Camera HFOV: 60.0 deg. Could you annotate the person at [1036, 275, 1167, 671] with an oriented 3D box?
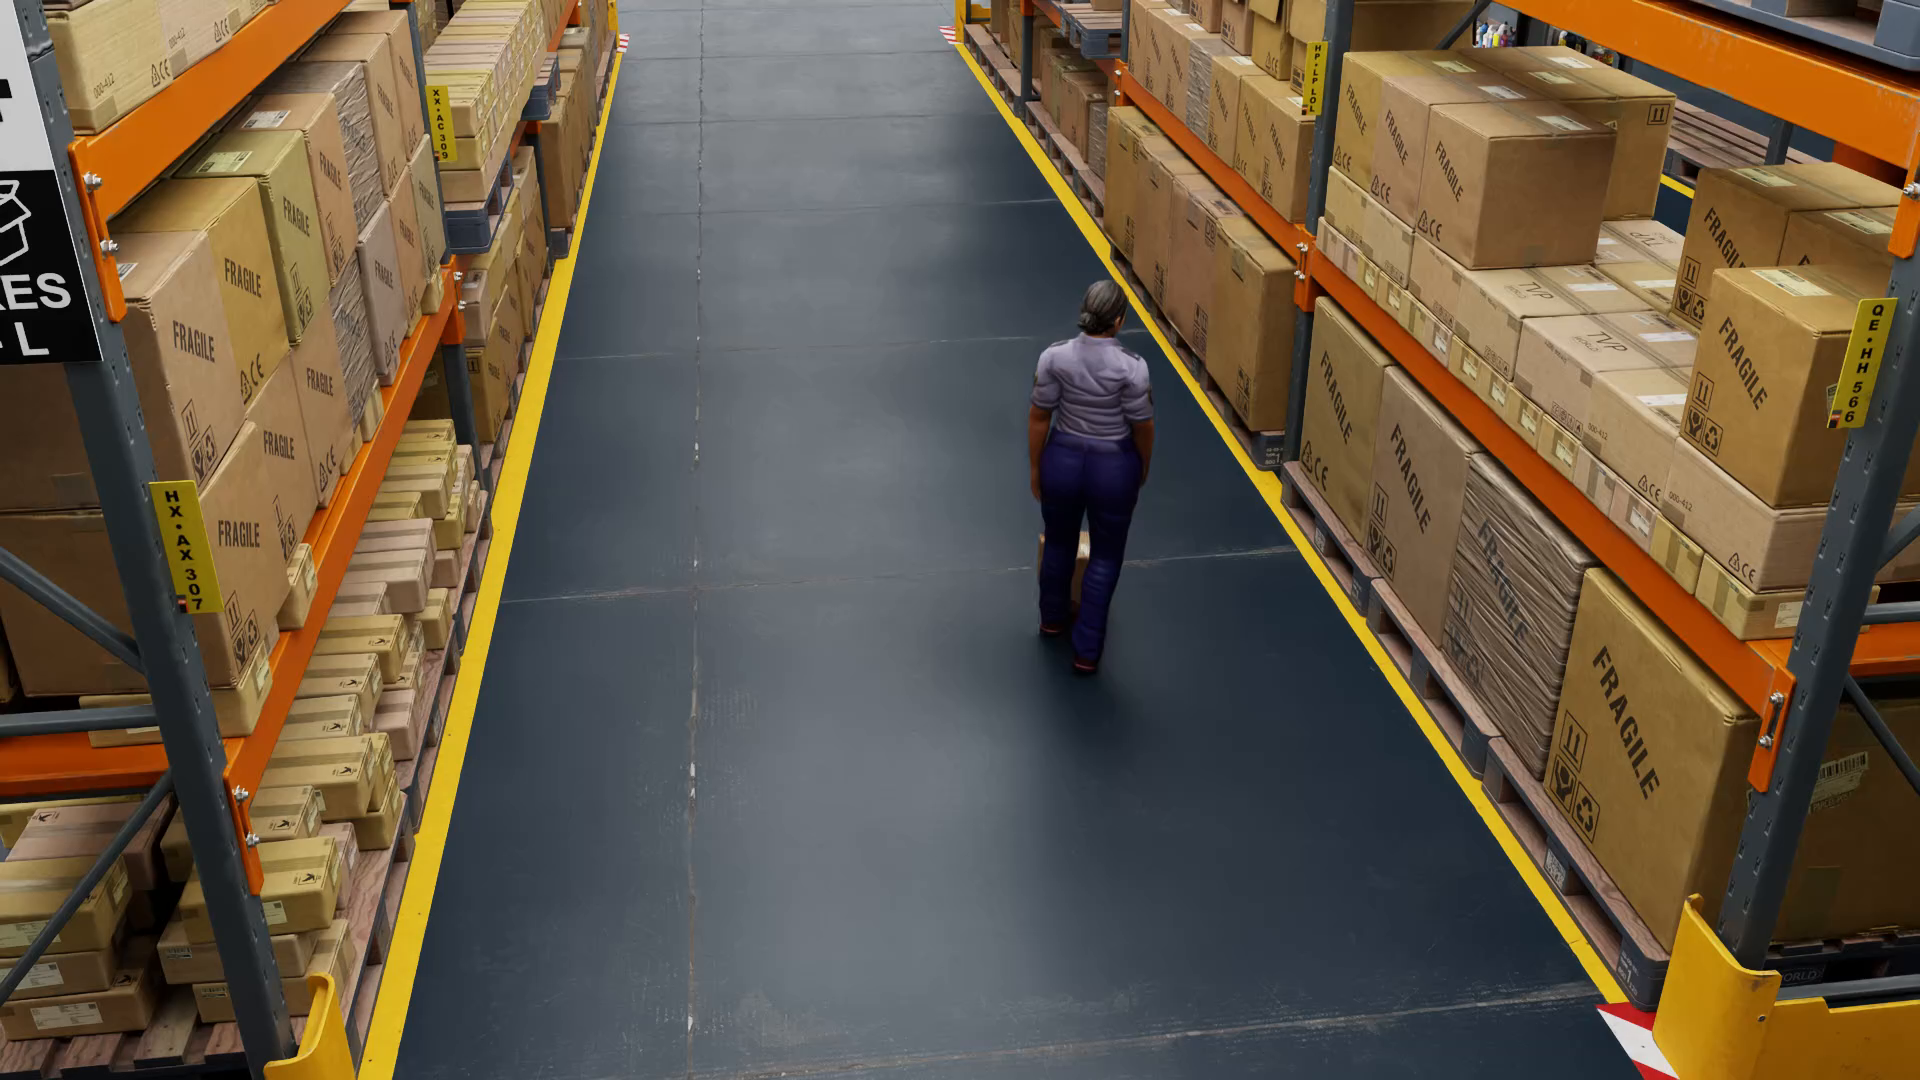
[{"bbox_3d":[0.558,-0.261,6.638,0.504,1.663,0.478,2,27,5],"label":"person"}]
